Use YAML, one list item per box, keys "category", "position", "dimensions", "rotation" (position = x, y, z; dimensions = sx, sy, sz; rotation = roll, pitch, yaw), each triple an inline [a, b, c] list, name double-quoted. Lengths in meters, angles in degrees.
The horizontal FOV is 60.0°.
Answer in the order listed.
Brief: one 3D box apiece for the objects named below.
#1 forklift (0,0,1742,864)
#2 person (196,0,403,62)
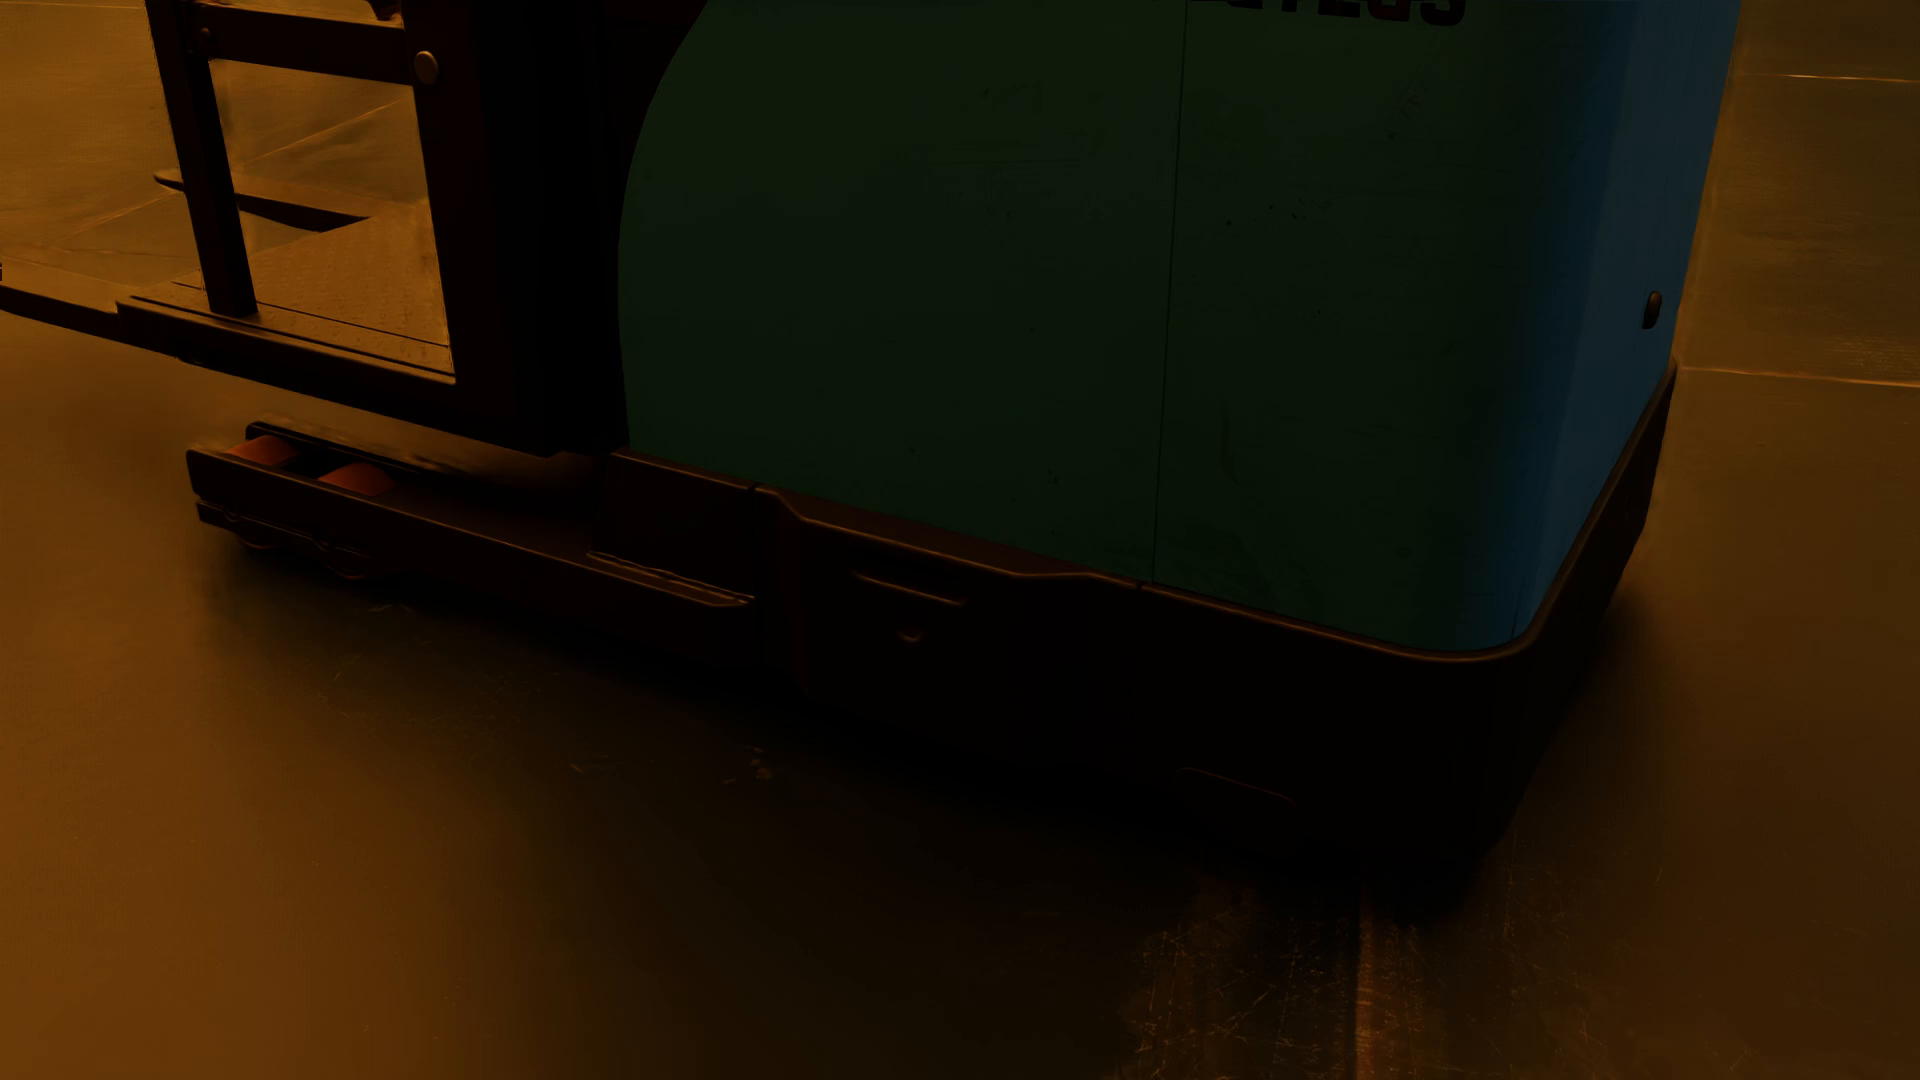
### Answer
- category: "forklift"
  position: [-0.542, -1.441, 2.101]
  dimensions: [3.031, 2.935, 1.130]
  rotation: [14, 30, 26]
- category: "person"
  position: [-2.225, -2.410, 5.581]
  dimensions: [0.611, 1.692, 1.220]
  rotation: [23, 35, 37]
